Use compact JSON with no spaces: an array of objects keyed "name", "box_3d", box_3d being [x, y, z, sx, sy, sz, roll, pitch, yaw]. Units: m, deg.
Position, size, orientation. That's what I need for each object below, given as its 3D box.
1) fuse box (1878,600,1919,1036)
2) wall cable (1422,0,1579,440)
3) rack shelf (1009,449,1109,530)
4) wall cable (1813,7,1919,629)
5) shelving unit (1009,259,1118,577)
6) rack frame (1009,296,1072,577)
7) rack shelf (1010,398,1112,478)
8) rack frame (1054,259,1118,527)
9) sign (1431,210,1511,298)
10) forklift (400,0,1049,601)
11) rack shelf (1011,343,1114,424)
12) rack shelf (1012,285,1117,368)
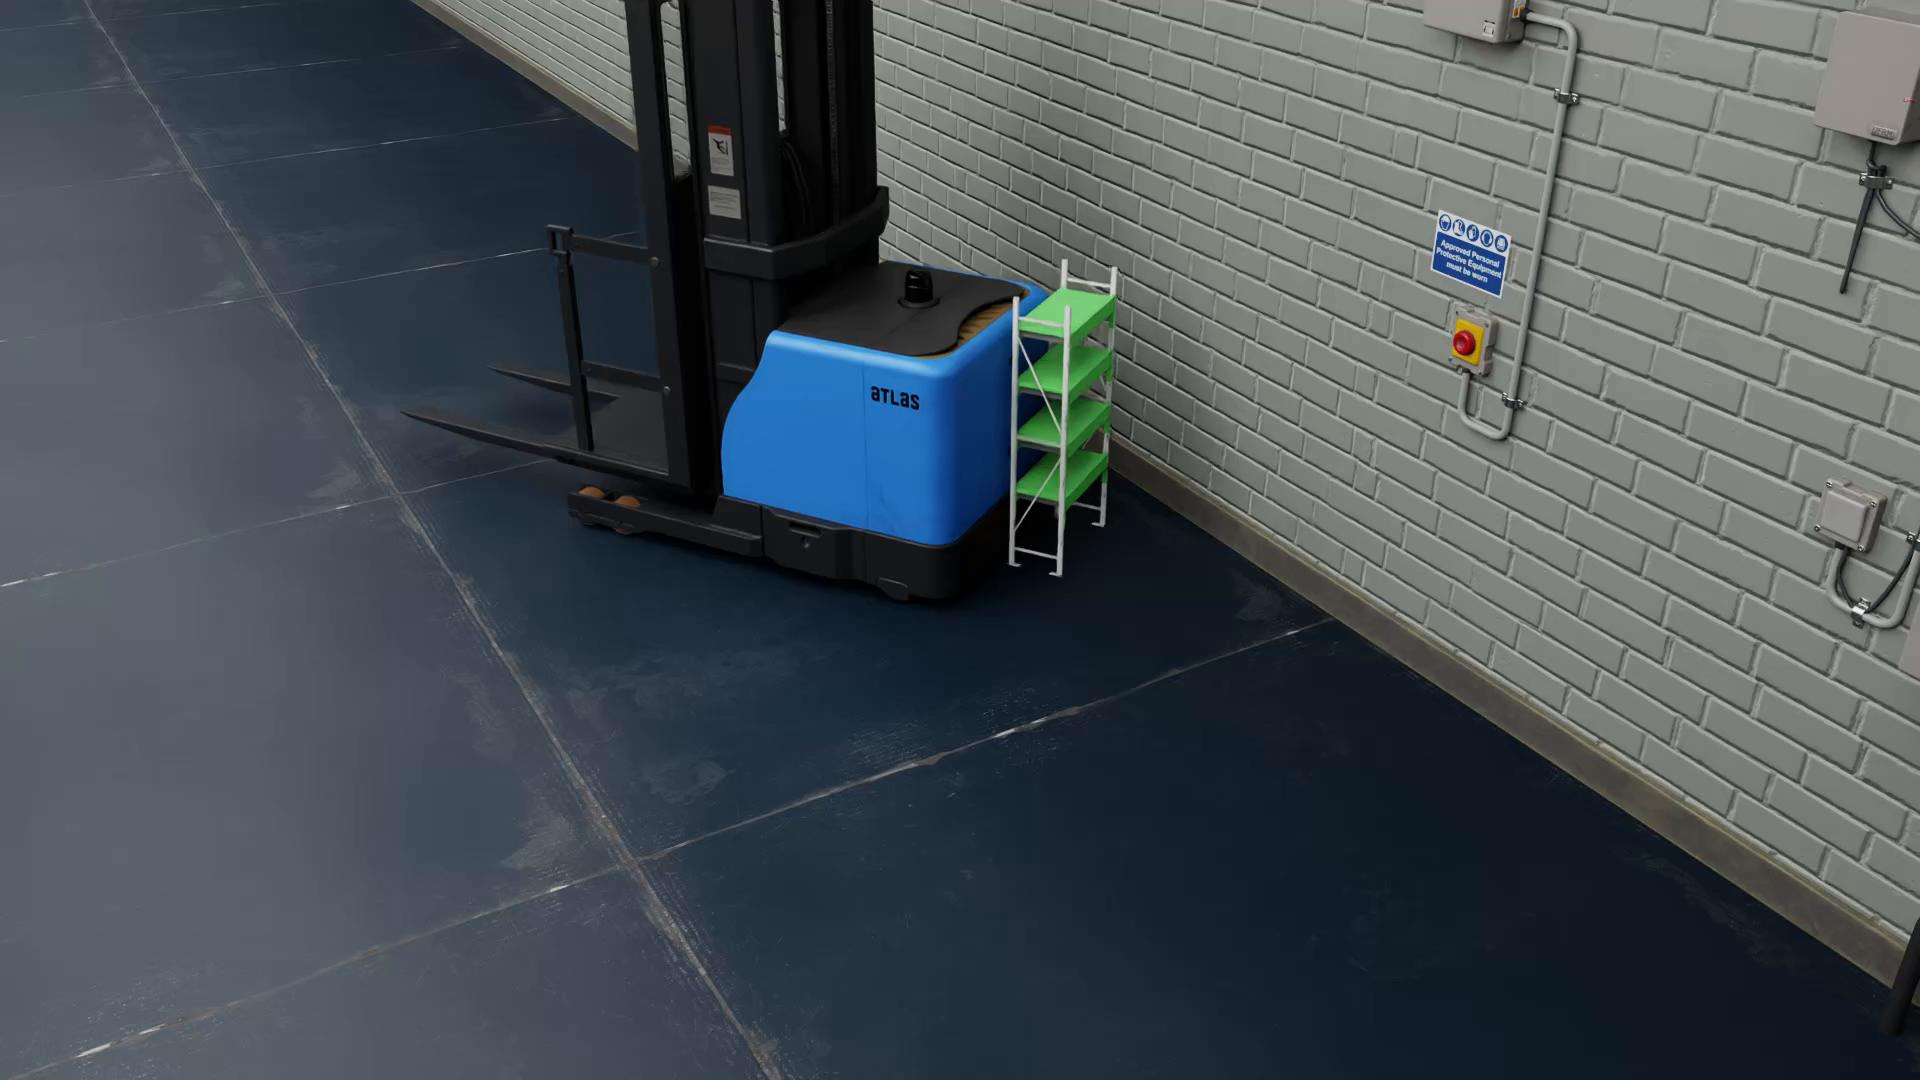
[{"name":"fuse box","box_3d":[2.633,0.660,4.284,0.414,1.711,0.539,-16,33,-26]},{"name":"wall cable","box_3d":[1.694,-1.274,5.370,0.123,1.953,0.585,-16,33,-26]},{"name":"rack shelf","box_3d":[0.425,-0.237,7.067,0.258,0.148,0.480,13,32,22]},{"name":"wall cable","box_3d":[2.423,-0.672,4.312,0.122,1.984,0.588,-16,33,-26]},{"name":"shelving unit","box_3d":[0.425,-0.503,6.920,0.258,1.200,0.503,13,32,22]},{"name":"rack frame","box_3d":[0.319,-0.397,6.728,0.240,1.200,0.015,13,32,22]},{"name":"rack shelf","box_3d":[0.425,-0.447,6.951,0.258,0.148,0.480,13,32,22]},{"name":"rack frame","box_3d":[0.532,-0.609,7.112,0.240,1.200,0.015,13,32,22]},{"name":"sign","box_3d":[1.723,-0.969,5.621,0.001,0.218,0.327,-16,33,-26]},{"name":"forklift","box_3d":[-1.162,-1.519,6.969,3.031,2.935,1.130,14,32,23]},{"name":"rack shelf","box_3d":[0.425,-0.658,6.835,0.258,0.148,0.480,13,32,22]},{"name":"rack shelf","box_3d":[0.425,-0.868,6.719,0.258,0.148,0.480,13,32,22]}]
